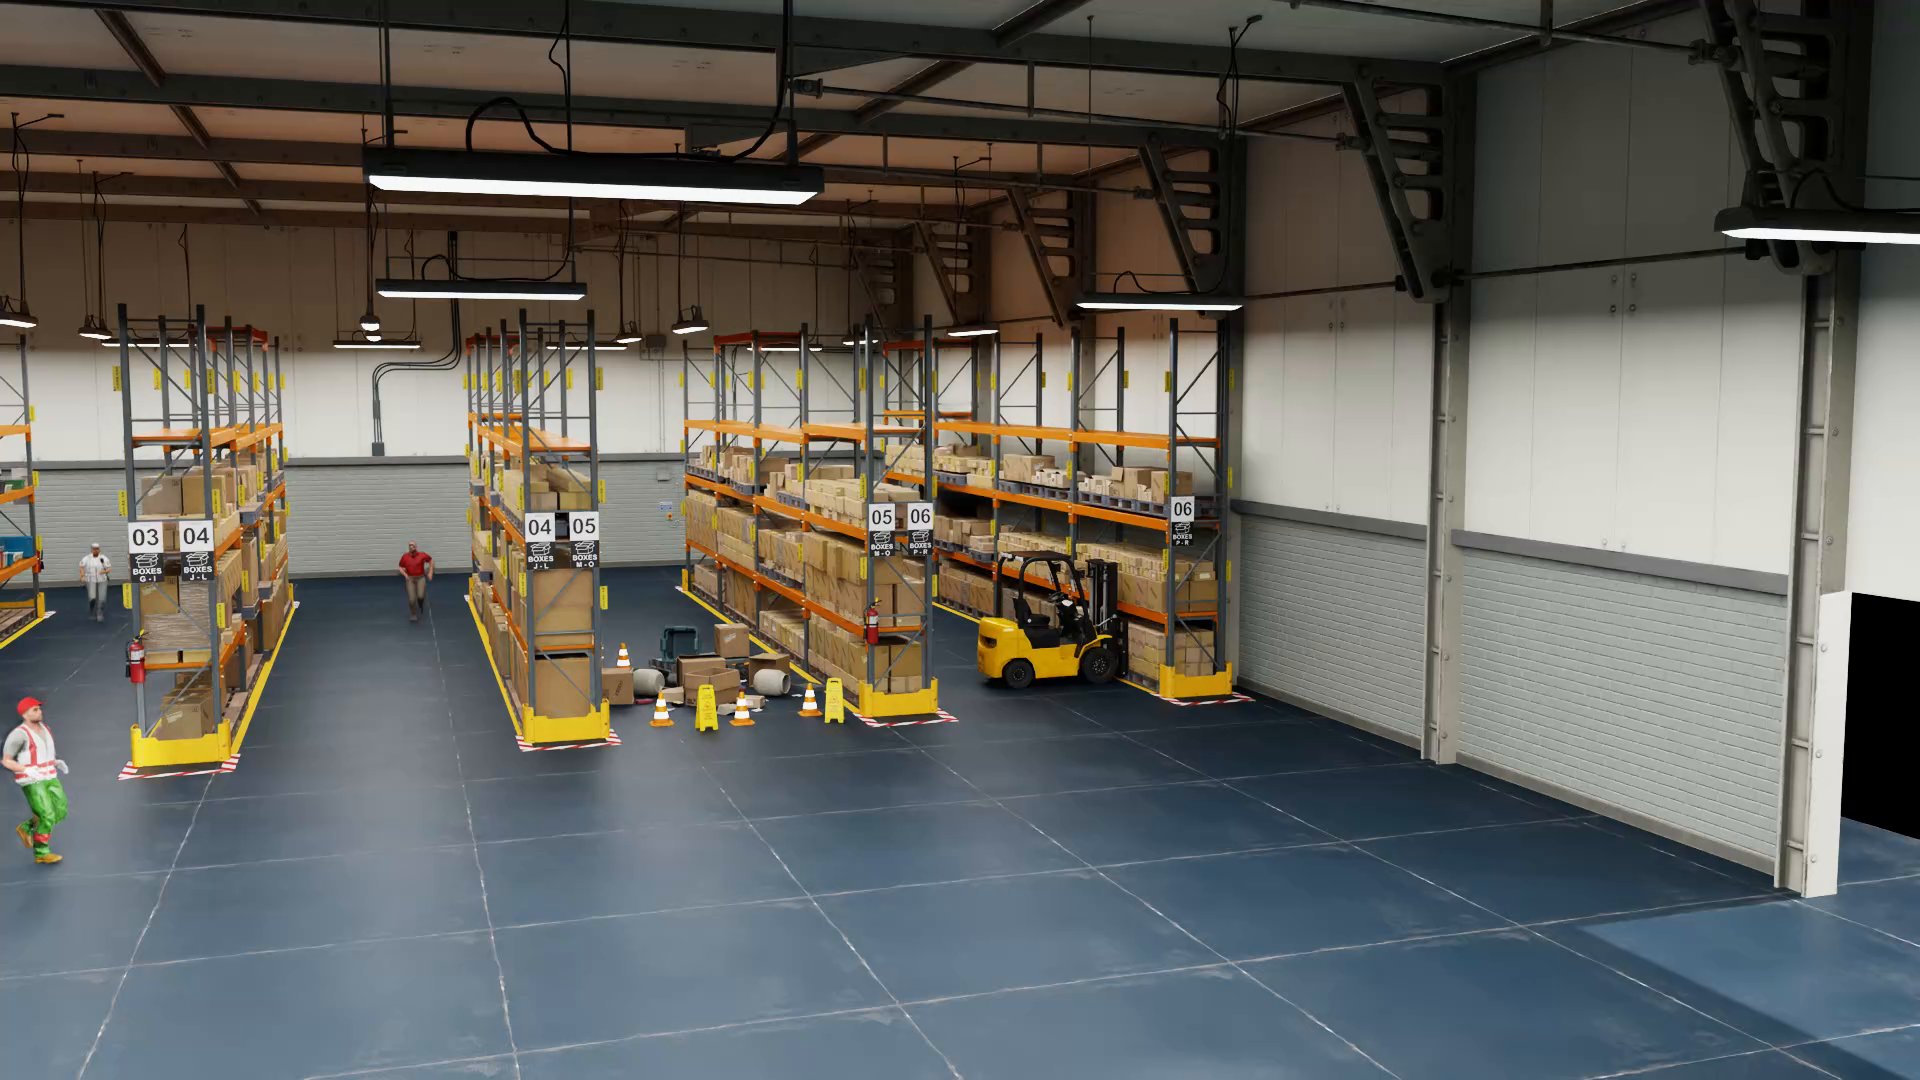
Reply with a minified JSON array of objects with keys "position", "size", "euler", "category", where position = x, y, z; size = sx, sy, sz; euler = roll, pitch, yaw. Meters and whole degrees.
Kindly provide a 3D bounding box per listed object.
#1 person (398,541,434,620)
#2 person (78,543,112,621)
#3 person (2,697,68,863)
[{"position":[-11.392,0.865,34.808],"size":[0.699,1.671,0.661],"euler":[-1,6,-12],"category":"person"},{"position":[-18.057,0.886,34.762],"size":[0.599,1.633,0.620],"euler":[-3,6,-32],"category":"person"},{"position":[-9.639,2.497,17.318],"size":[0.621,1.737,0.653],"euler":[1,6,11],"category":"person"}]
